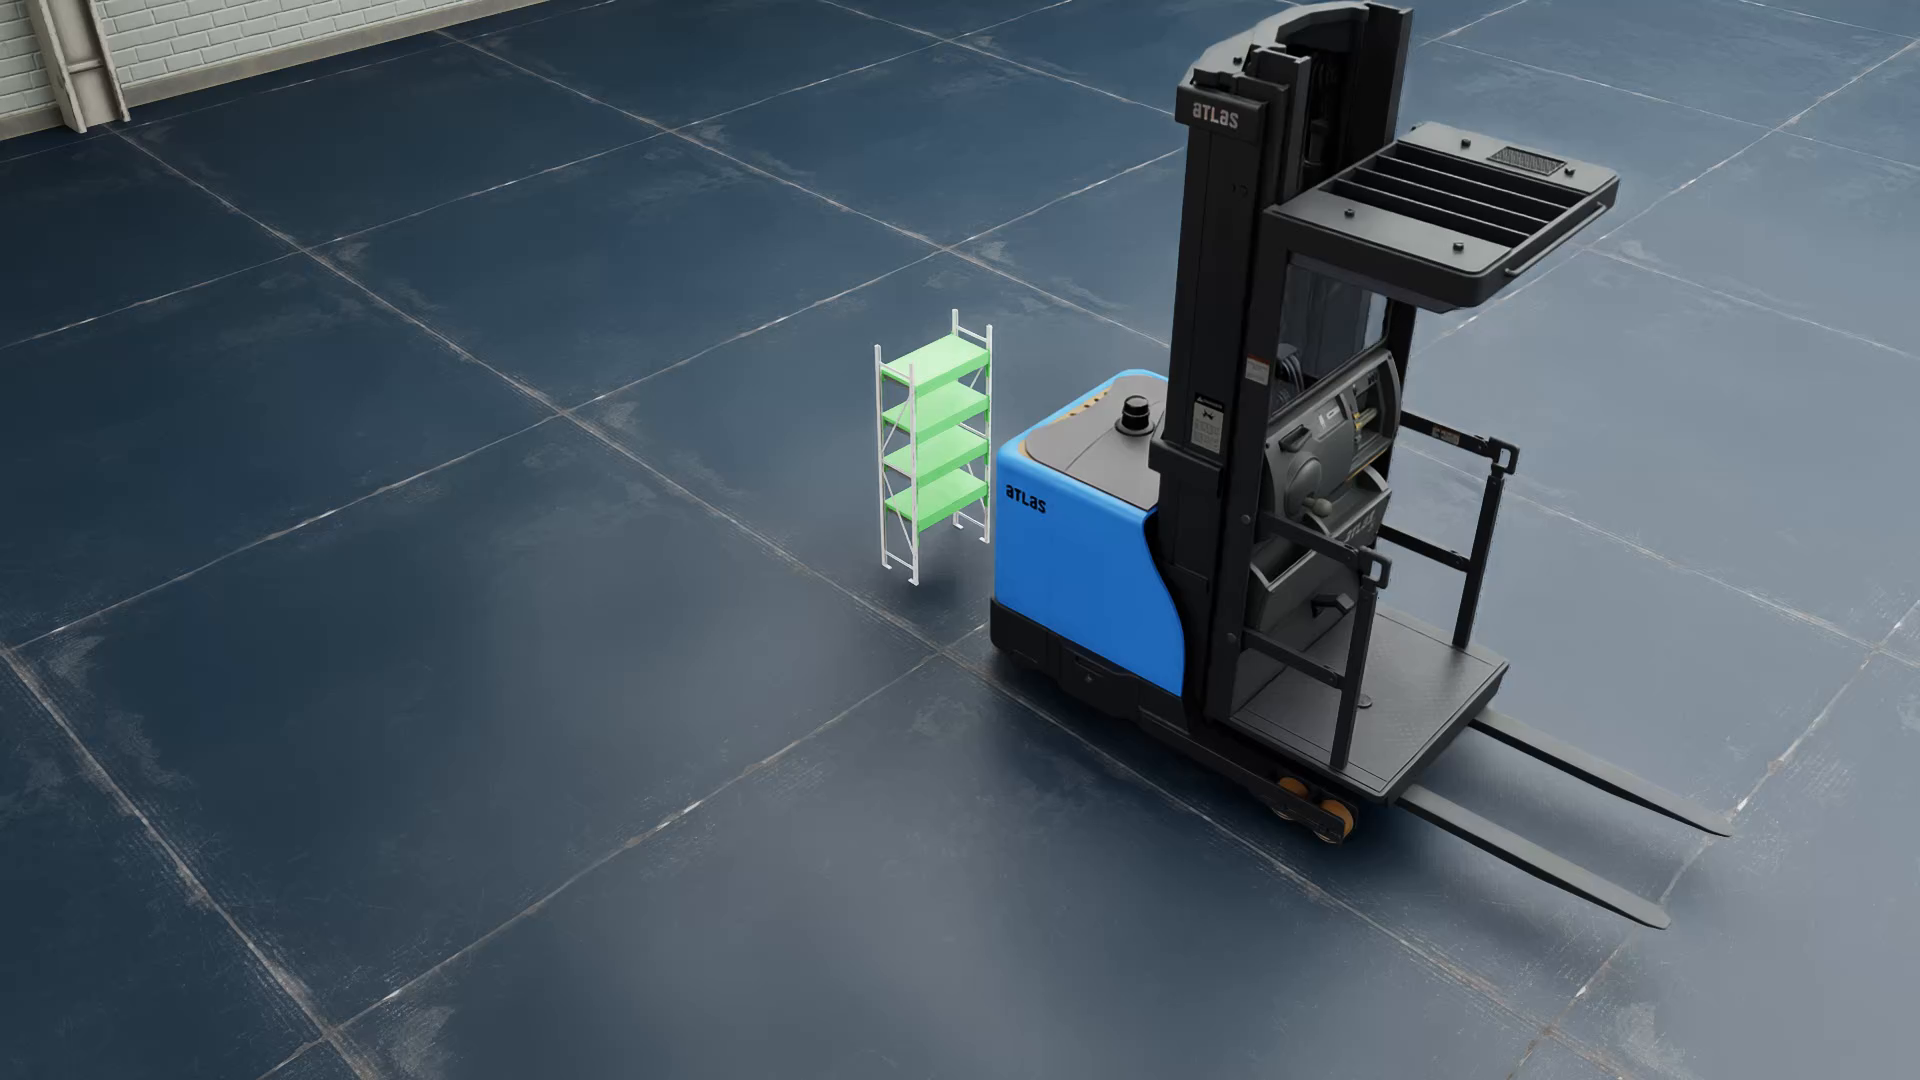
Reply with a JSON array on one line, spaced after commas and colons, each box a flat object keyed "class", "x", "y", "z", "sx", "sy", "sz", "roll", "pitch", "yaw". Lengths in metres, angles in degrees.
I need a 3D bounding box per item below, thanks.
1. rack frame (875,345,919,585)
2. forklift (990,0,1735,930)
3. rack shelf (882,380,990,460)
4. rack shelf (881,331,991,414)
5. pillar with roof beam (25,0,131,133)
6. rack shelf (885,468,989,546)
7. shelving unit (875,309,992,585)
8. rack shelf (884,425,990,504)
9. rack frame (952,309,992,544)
[{"class": "rack frame", "x": -0.289, "y": -0.326, "z": 7.668, "sx": 0.240, "sy": 1.200, "sz": 0.015, "roll": 30, "pitch": 45, "yaw": 35}, {"class": "forklift", "x": 1.577, "y": -0.354, "z": 6.196, "sx": 3.031, "sy": 2.935, "sz": 1.130, "roll": 27, "pitch": 43, "yaw": 33}, {"class": "rack shelf", "x": -0.117, "y": -0.569, "z": 7.710, "sx": 0.258, "sy": 0.148, "sz": 0.480, "roll": 30, "pitch": 45, "yaw": 35}, {"class": "rack shelf", "x": -0.117, "y": -0.766, "z": 7.572, "sx": 0.258, "sy": 0.148, "sz": 0.480, "roll": 30, "pitch": 45, "yaw": 35}, {"class": "pillar with roof beam", "x": -3.641, "y": -5.205, "z": 7.847, "sx": 9.100, "sy": 9.000, "sz": 0.400, "roll": 30, "pitch": 45, "yaw": 35}, {"class": "rack shelf", "x": -0.117, "y": -0.176, "z": 7.984, "sx": 0.258, "sy": 0.148, "sz": 0.480, "roll": 30, "pitch": 45, "yaw": 35}, {"class": "shelving unit", "x": -0.117, "y": -0.425, "z": 7.810, "sx": 0.258, "sy": 1.200, "sz": 0.503, "roll": 30, "pitch": 45, "yaw": 35}, {"class": "rack shelf", "x": -0.117, "y": -0.373, "z": 7.847, "sx": 0.258, "sy": 0.148, "sz": 0.480, "roll": 30, "pitch": 45, "yaw": 35}, {"class": "rack frame", "x": 0.055, "y": -0.524, "z": 7.952, "sx": 0.240, "sy": 1.200, "sz": 0.015, "roll": 30, "pitch": 45, "yaw": 35}]
